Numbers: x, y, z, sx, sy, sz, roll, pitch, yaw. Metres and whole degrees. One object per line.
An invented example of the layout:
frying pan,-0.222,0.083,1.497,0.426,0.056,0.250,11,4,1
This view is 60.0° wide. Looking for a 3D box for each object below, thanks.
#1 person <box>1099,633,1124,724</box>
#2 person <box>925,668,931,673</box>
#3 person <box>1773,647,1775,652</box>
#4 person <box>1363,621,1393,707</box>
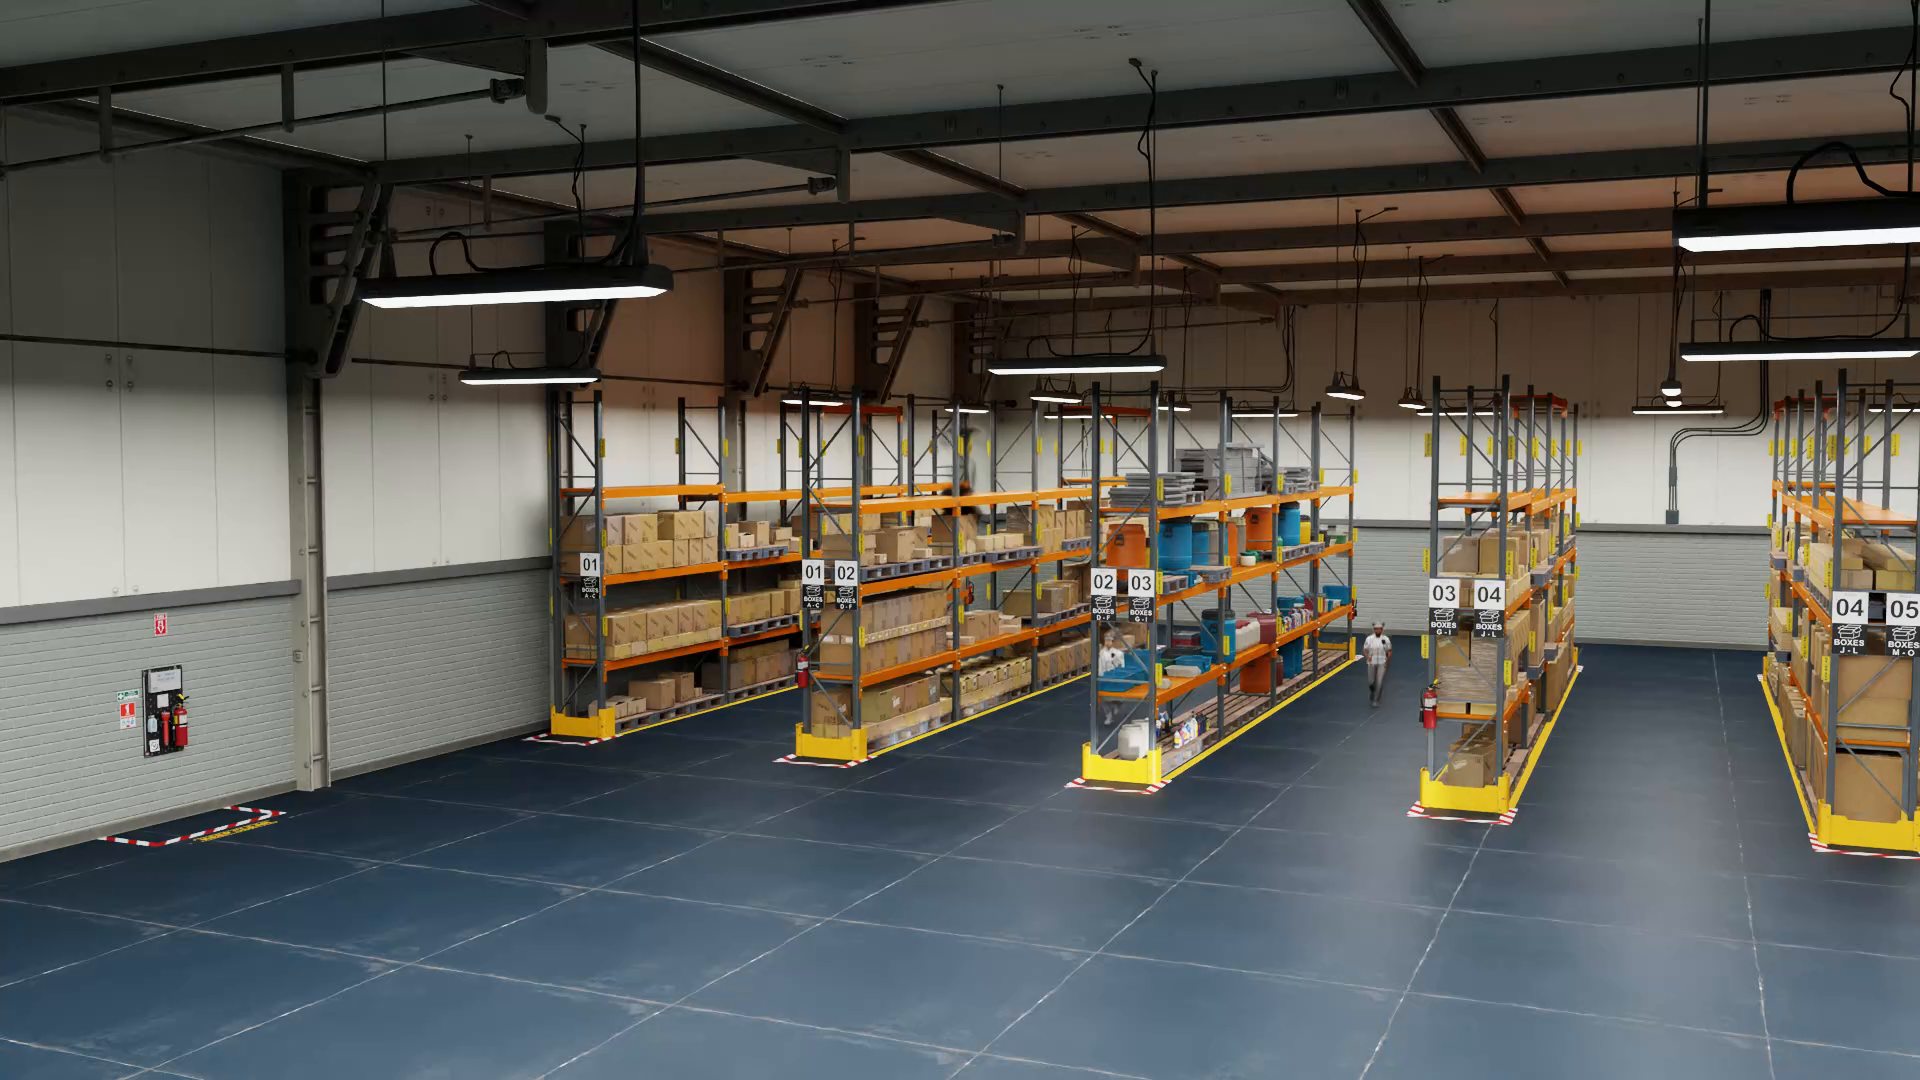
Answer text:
person,2.716,2.516,30.240,0.616,1.660,0.531,2,4,27
person,-0.661,2.259,35.123,0.581,1.694,0.765,2,4,29
person,18.270,2.135,36.899,0.916,1.606,0.633,2,4,38
person,8.109,2.392,32.269,0.563,1.655,0.588,1,3,14
